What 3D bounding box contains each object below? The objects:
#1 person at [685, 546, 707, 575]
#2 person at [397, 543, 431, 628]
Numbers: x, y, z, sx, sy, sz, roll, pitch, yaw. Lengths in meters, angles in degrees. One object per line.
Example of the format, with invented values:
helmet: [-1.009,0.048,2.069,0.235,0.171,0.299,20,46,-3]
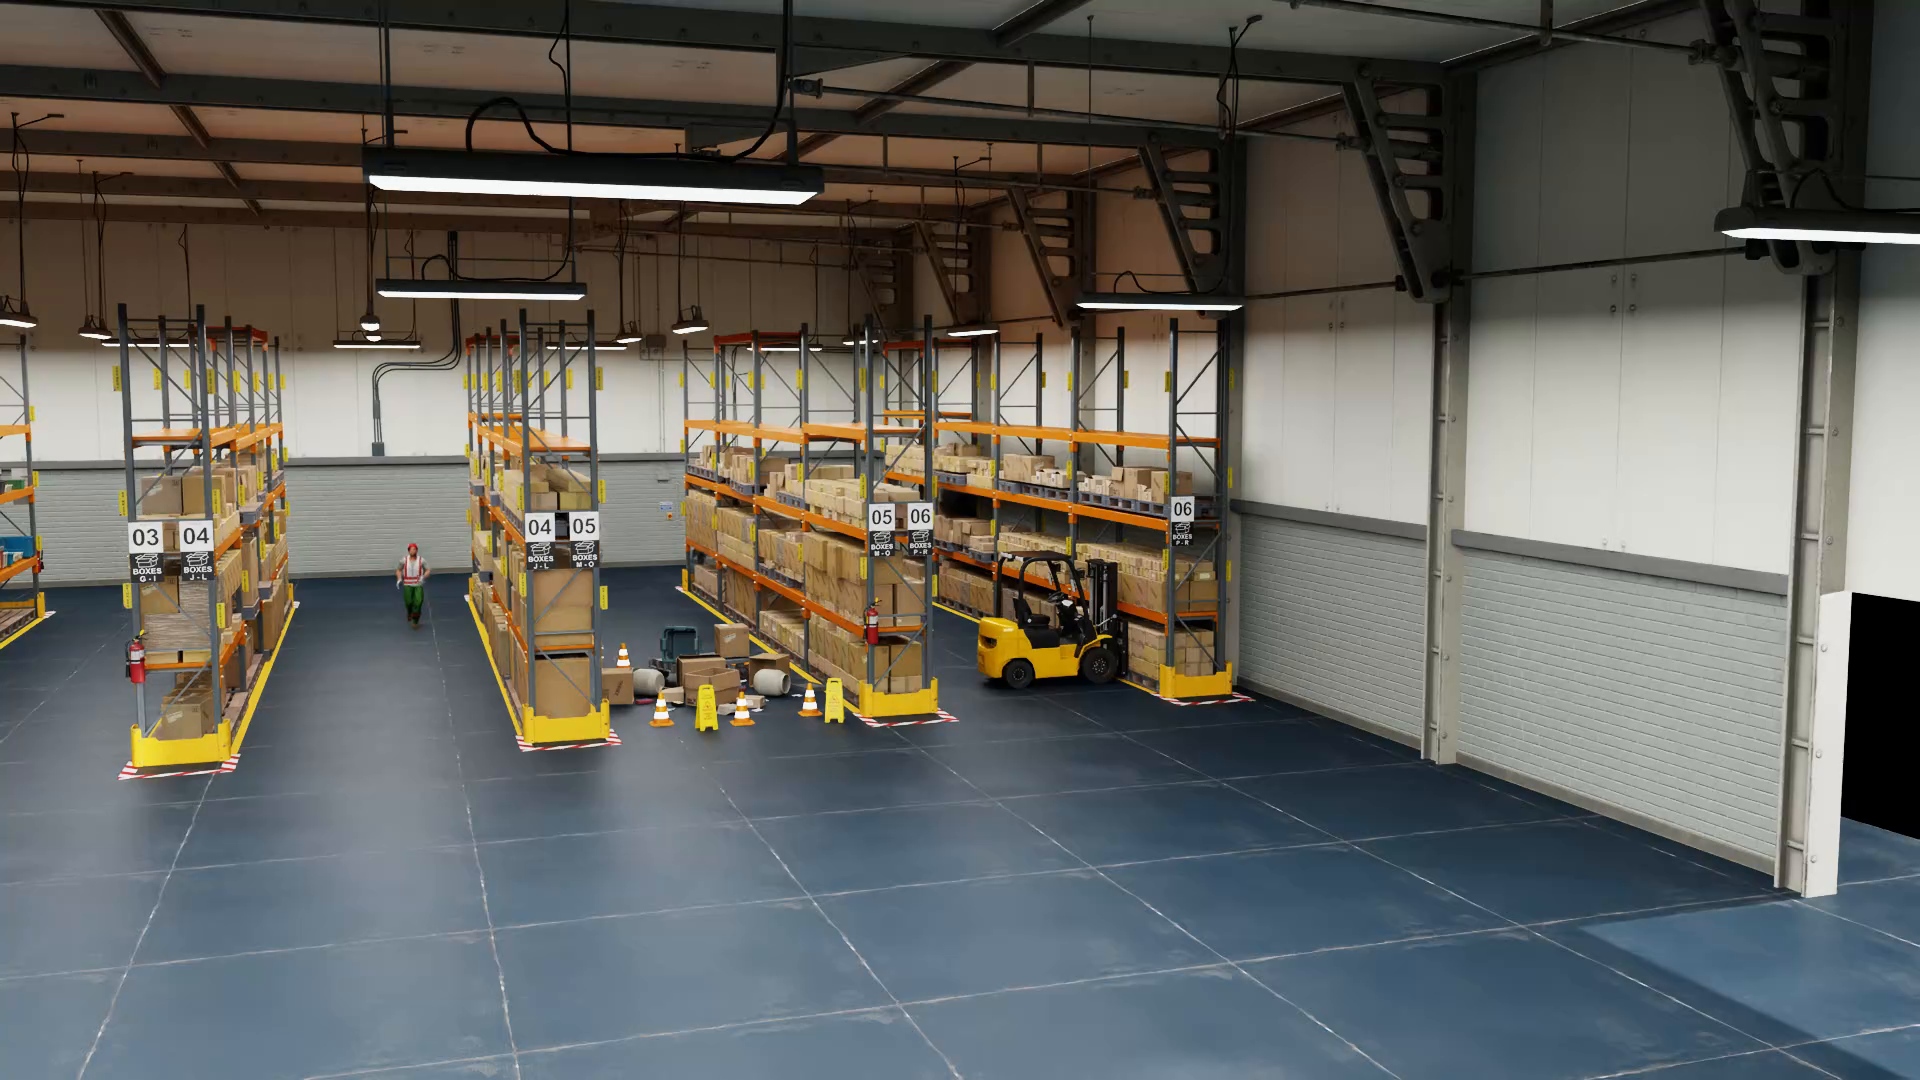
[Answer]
person: [-6.534,0.224,41.384,0.671,1.770,0.764,1,6,14]
person: [-11.122,0.932,33.855,0.664,1.739,0.590,-2,6,-16]
